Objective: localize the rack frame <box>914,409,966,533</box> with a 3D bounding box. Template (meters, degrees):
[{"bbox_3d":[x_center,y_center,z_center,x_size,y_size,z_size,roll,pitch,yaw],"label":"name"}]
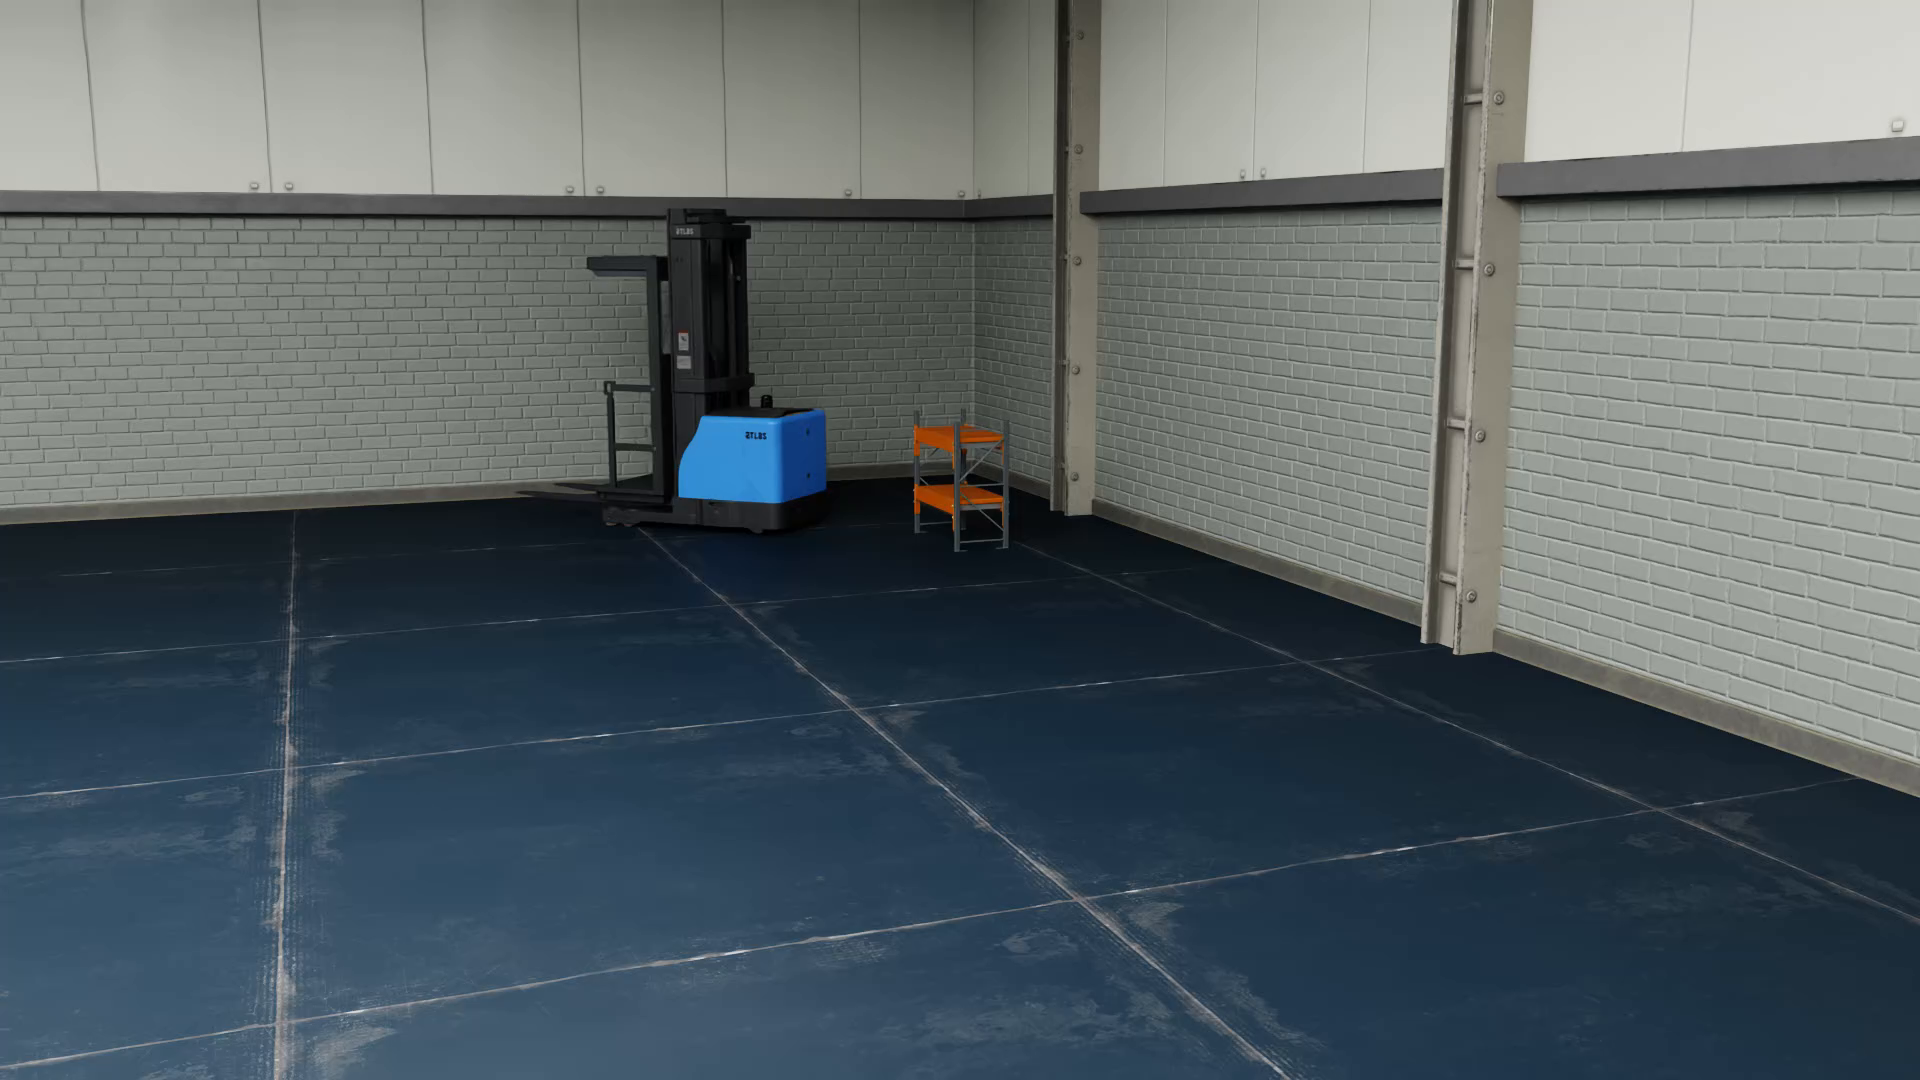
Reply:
[{"bbox_3d":[-0.182,-0.636,15.282,0.500,1.125,0.032,-4,11,-21],"label":"rack frame"}]

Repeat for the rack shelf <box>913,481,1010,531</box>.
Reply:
[{"bbox_3d":[0.002,-0.312,14.858,0.538,0.278,1.000,-4,11,-21],"label":"rack shelf"}]

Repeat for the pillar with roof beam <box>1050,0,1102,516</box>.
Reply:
[{"bbox_3d":[-2.900,-4.435,14.159,9.100,9.000,0.400,-4,11,-21],"label":"pillar with roof beam"}]

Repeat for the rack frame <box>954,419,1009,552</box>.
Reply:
[{"bbox_3d":[0.187,-0.470,14.349,0.500,1.125,0.032,-4,11,-21],"label":"rack frame"}]

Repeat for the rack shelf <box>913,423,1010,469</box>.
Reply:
[{"bbox_3d":[0.002,-0.841,14.764,0.538,0.278,1.000,-4,11,-21],"label":"rack shelf"}]

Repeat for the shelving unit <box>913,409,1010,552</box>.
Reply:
[{"bbox_3d":[0.002,-0.553,14.815,0.538,1.125,1.048,-4,11,-21],"label":"shelving unit"}]

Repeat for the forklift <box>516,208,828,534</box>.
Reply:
[{"bbox_3d":[-2.825,-1.644,15.793,3.031,2.935,1.130,4,11,22],"label":"forklift"}]

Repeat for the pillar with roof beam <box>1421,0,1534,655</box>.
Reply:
[{"bbox_3d":[-0.726,-3.456,8.653,9.100,9.000,0.400,-4,11,-21],"label":"pillar with roof beam"}]
